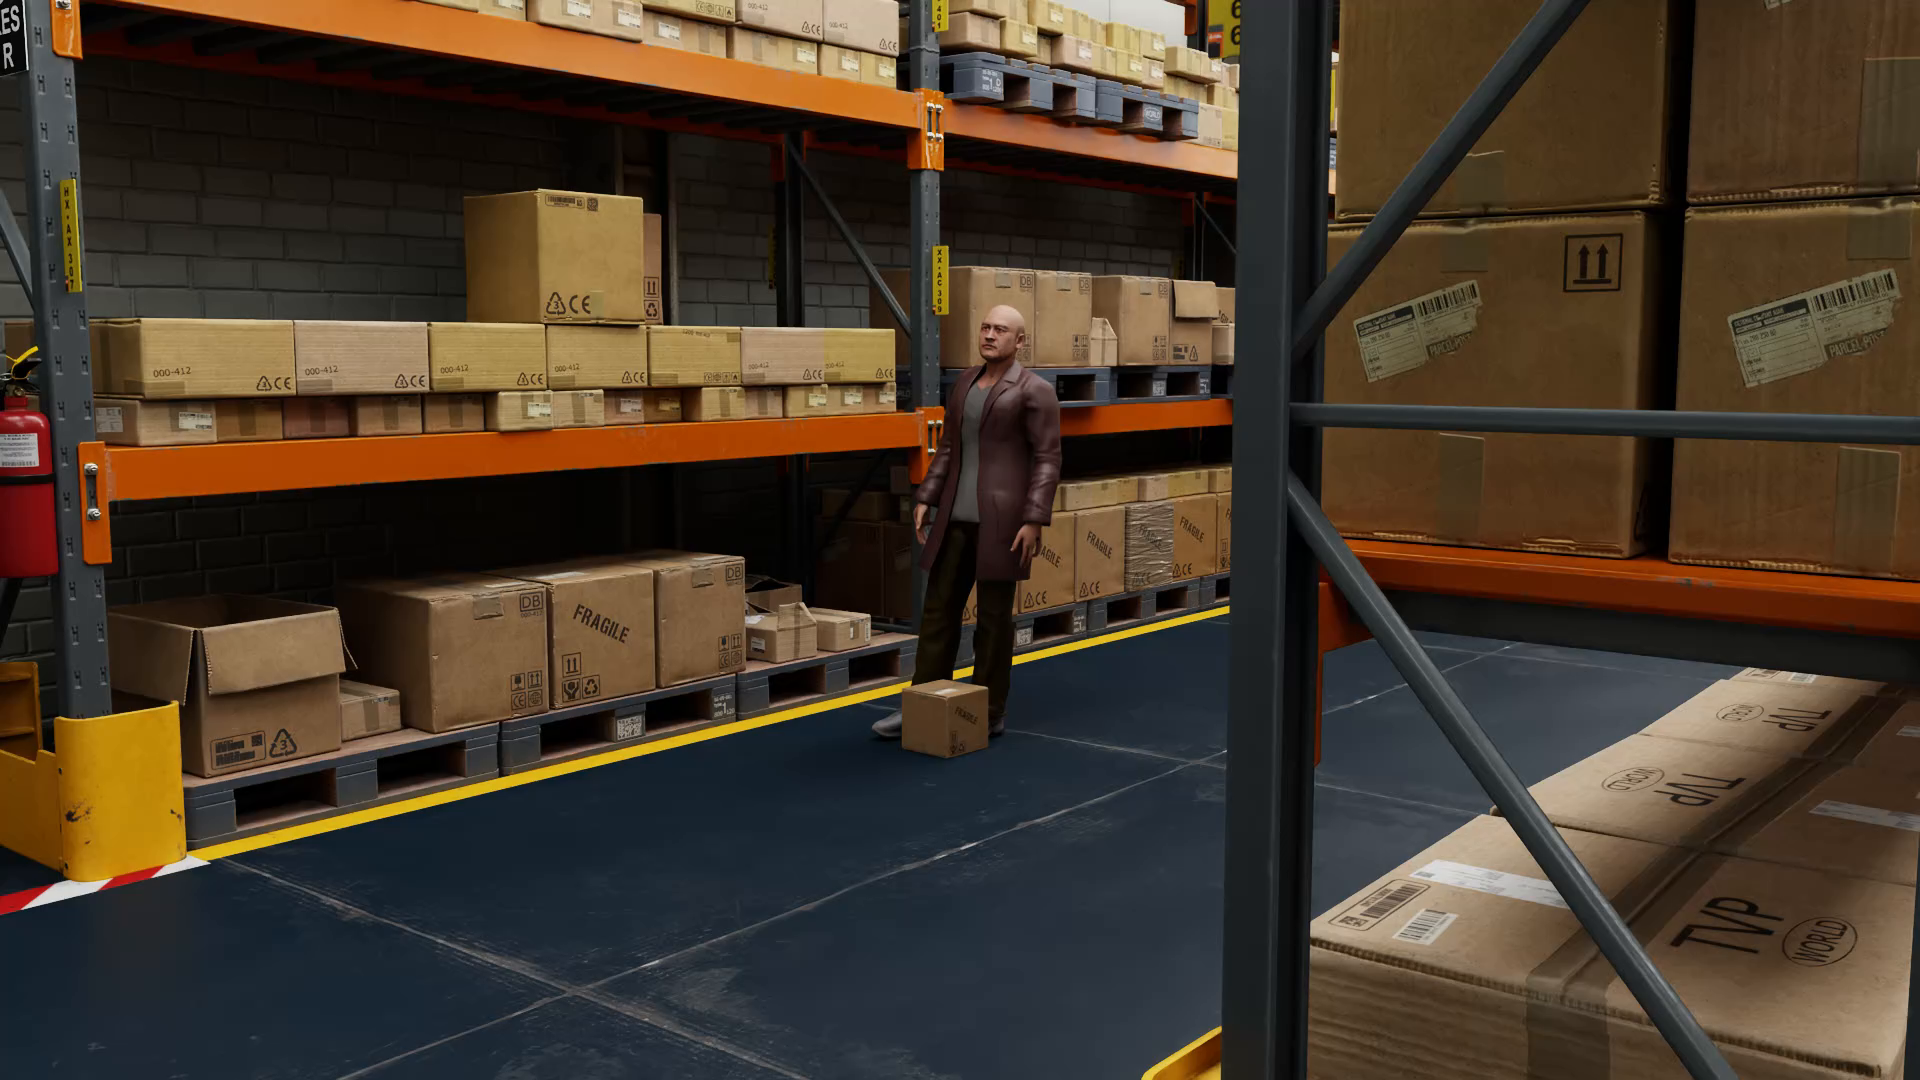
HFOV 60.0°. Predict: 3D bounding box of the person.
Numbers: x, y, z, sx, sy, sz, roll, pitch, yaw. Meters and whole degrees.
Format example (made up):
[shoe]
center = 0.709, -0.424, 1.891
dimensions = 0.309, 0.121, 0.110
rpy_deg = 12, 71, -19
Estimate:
[person]
center = 0.042, -0.066, 6.786
dimensions = 0.694, 1.775, 0.582
rpy_deg = 5, 8, 39
